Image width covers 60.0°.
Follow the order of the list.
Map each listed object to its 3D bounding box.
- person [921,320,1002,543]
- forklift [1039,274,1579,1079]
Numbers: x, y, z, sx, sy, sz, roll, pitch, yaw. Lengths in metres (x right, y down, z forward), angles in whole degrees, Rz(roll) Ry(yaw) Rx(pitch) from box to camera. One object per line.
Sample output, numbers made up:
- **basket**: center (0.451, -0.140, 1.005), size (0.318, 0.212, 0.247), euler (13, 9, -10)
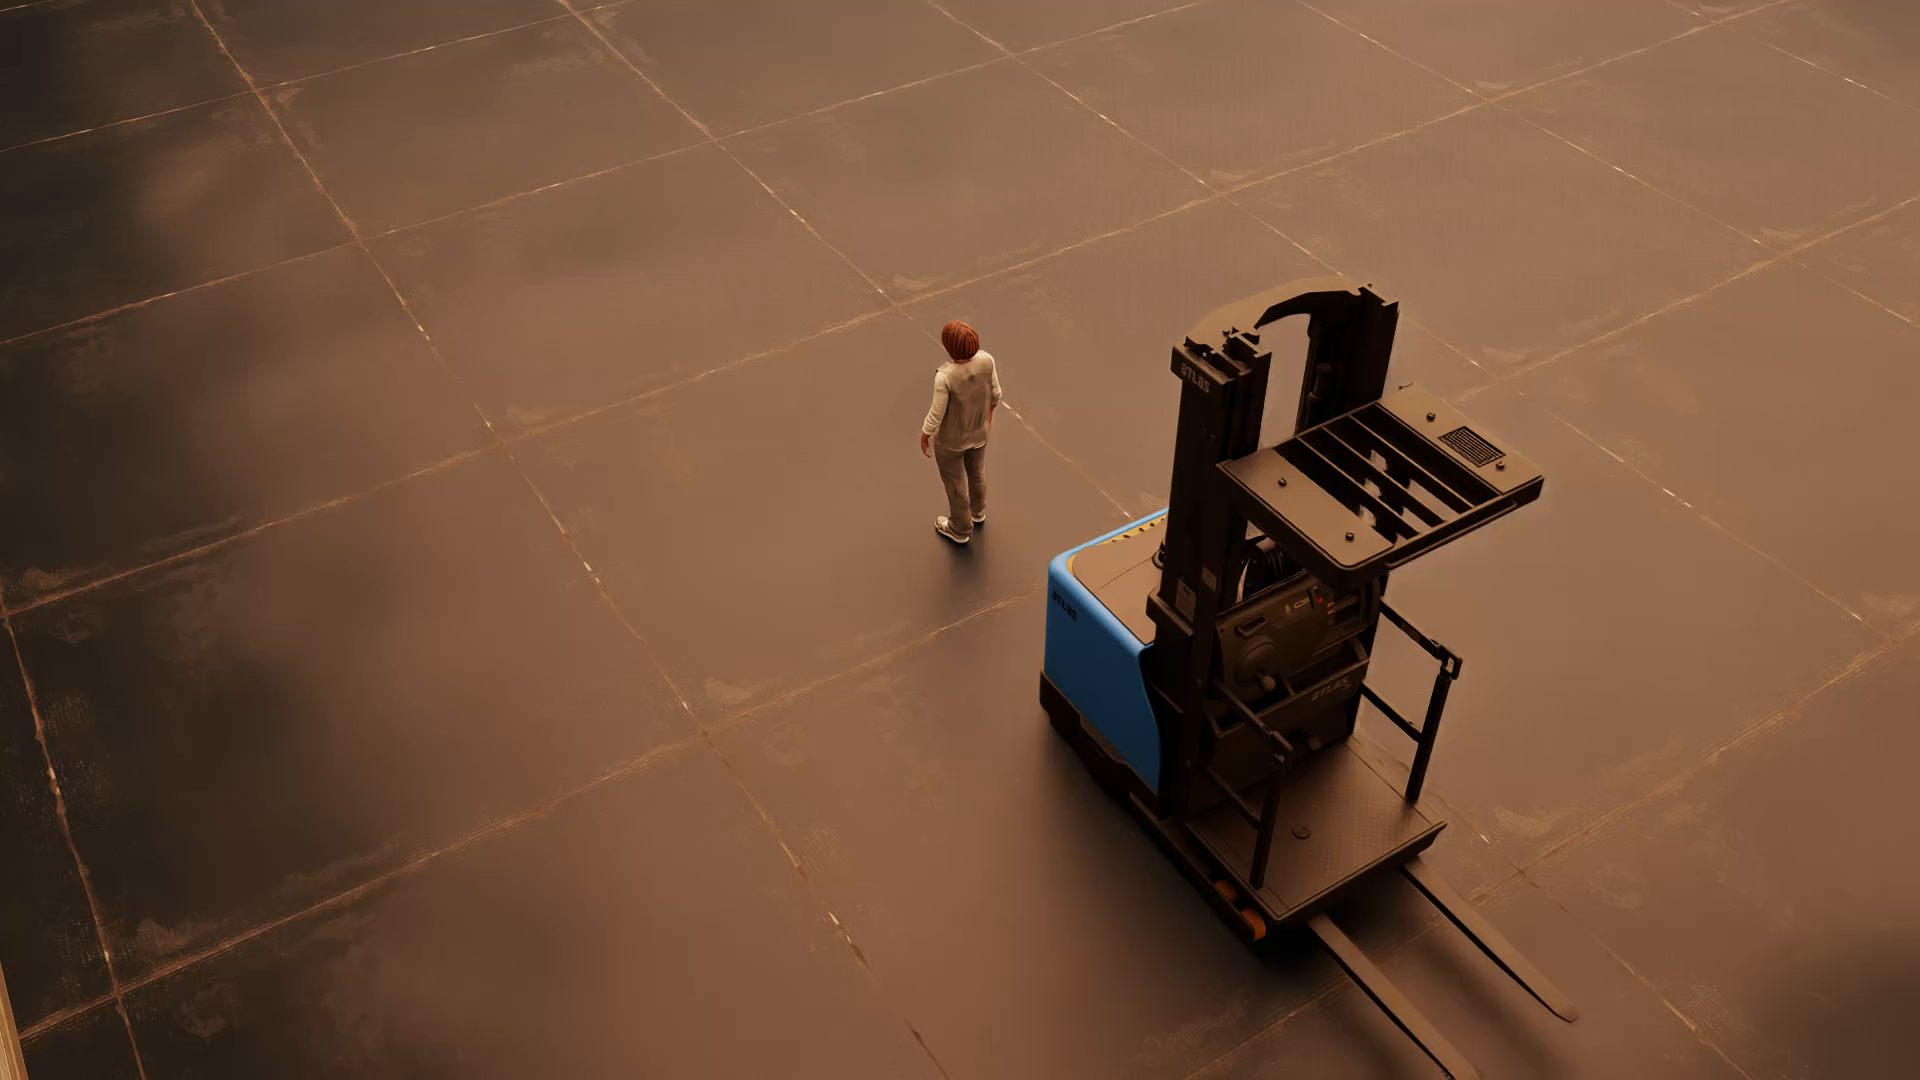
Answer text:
- **person**: center (-0.029, -0.653, 9.621), size (0.521, 1.599, 0.473), euler (-23, 46, -24)
- **forklift**: center (1.645, 0.449, 7.358), size (1.130, 2.935, 3.031), euler (-23, 46, -24)
